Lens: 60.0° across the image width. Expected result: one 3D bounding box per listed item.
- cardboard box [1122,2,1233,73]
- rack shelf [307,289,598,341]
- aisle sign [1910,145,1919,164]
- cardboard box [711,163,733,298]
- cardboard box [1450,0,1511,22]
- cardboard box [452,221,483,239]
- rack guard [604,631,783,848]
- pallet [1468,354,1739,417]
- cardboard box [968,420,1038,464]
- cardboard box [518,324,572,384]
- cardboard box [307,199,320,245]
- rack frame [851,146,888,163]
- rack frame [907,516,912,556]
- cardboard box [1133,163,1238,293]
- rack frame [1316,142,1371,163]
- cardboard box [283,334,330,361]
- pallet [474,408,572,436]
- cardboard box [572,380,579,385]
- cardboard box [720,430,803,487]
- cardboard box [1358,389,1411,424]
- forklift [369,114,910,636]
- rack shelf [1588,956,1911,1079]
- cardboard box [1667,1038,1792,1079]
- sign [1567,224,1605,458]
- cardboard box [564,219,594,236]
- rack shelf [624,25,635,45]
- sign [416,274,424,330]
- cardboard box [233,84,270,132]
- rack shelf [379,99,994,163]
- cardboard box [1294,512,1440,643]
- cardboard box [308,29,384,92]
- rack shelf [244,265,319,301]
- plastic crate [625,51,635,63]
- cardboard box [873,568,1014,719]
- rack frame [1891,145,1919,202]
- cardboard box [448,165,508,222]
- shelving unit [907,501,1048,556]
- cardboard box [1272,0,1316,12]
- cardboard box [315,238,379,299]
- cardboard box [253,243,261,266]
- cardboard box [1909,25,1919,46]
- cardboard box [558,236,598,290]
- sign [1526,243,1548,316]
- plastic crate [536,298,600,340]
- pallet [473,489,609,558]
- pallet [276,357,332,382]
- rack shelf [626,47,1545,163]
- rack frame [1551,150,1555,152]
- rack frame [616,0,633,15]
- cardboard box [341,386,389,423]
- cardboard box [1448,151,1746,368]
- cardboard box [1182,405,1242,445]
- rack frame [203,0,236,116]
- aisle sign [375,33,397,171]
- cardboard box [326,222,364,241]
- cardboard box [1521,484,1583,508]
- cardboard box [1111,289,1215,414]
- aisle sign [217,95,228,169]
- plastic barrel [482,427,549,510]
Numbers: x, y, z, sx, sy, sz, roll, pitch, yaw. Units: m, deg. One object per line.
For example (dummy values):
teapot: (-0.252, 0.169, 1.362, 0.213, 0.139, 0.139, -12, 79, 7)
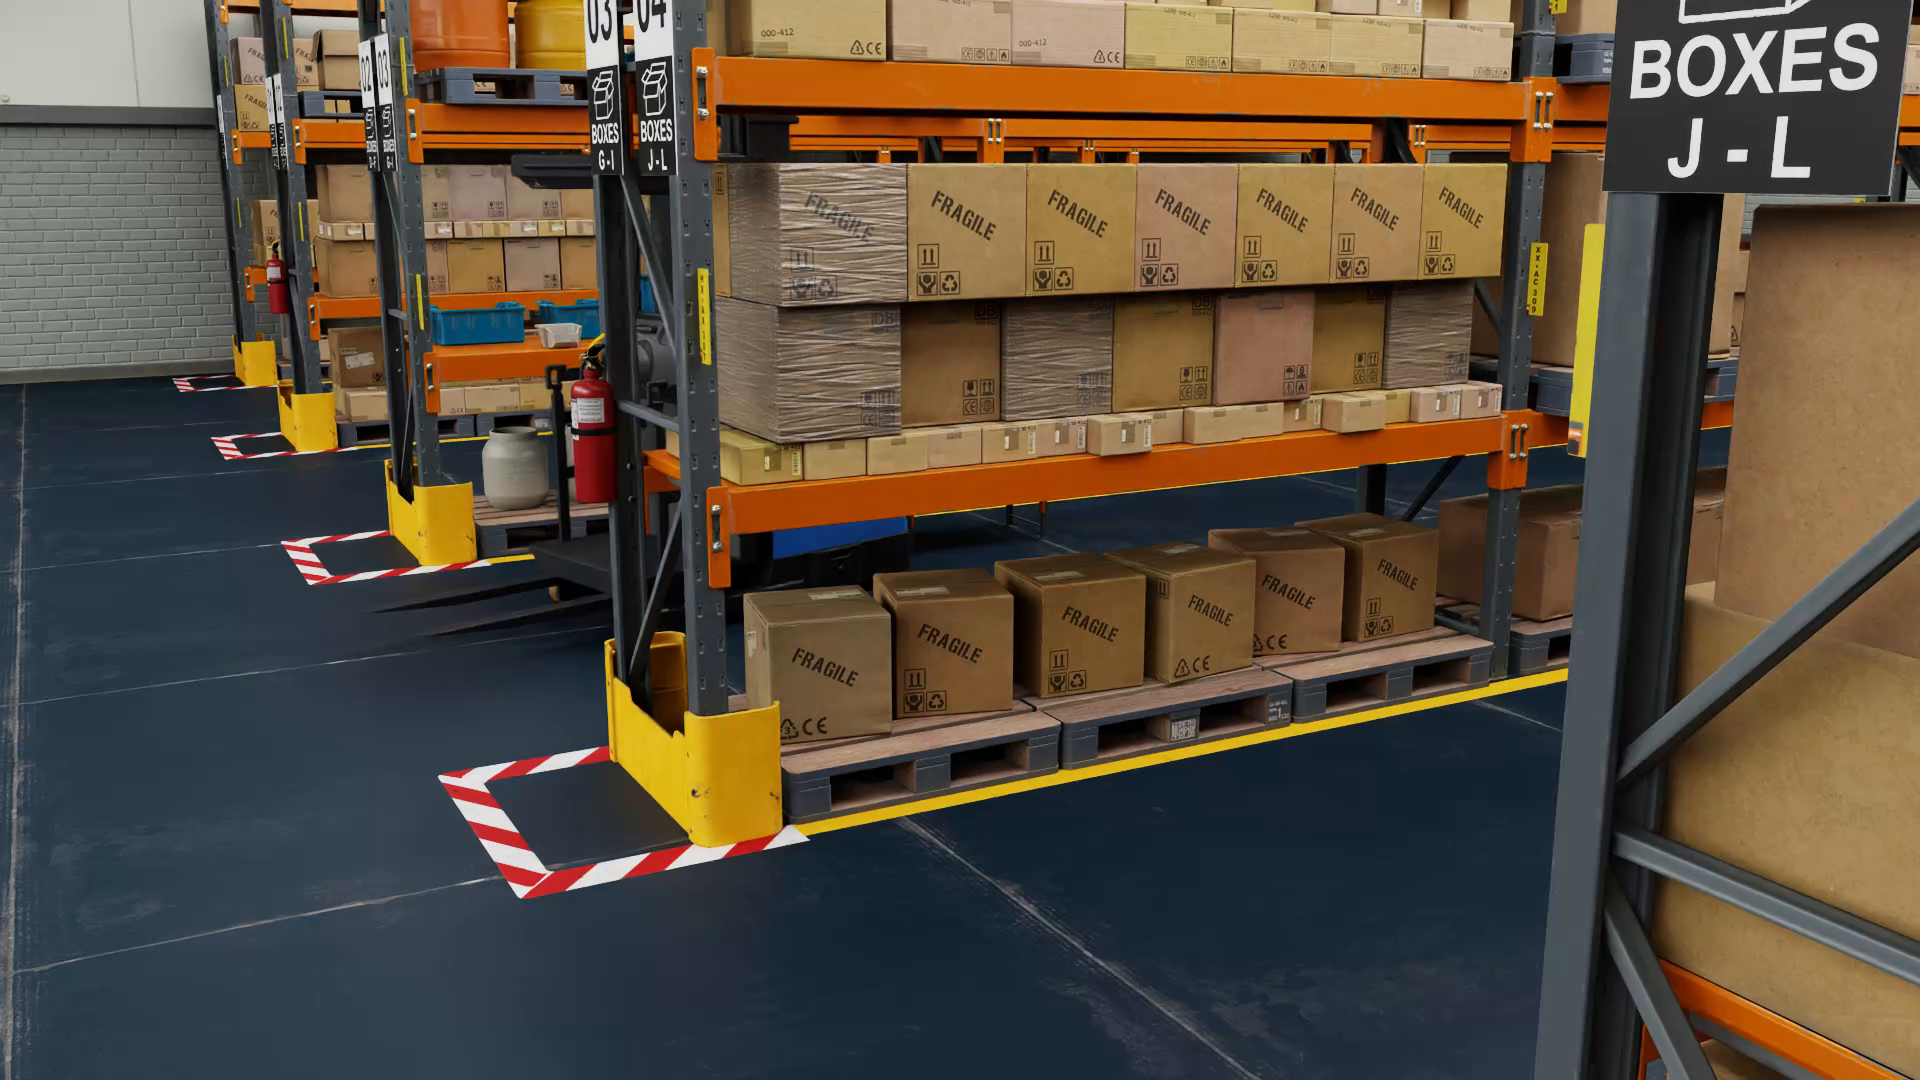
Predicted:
cardboard box: (0.746, -2.006, 6.702, 0.500, 0.250, 0.500, -6, 14, -26)
rack shelf: (-4.130, -2.222, 15.787, 4.000, 0.370, 1.077, -7, 14, -28)
aisle sign: (10.449, -4.424, 18.012, 0.004, 0.787, 0.394, -7, 14, -28)
cardboard box: (-0.778, -1.240, 6.604, 0.500, 0.500, 0.500, -7, 14, -28)
cardboard box: (2.222, -2.368, 7.403, 0.250, 0.149, 0.380, -6, 14, -26)
cardboard box: (-4.532, -2.836, 15.174, 0.250, 0.149, 0.380, -7, 15, -30)
rack guard: (-1.075, 0.759, 6.599, 0.348, 0.500, 1.175, -7, 14, -28)
pallet: (3.109, -0.832, 8.413, 1.213, 0.211, 1.003, -7, 14, -28)
cardboard box: (0.110, -0.415, 6.695, 0.250, 0.149, 0.380, -7, 14, -28)
cardboard box: (-3.990, -1.762, 15.706, 0.500, 0.500, 0.500, -7, 14, -28)
cardboard box: (-7.261, -3.661, 19.134, 0.500, 0.500, 0.500, -7, 14, -28)
rack frame: (-1.240, -4.158, 22.753, 0.127, 3.000, 1.000, -7, 14, -28)
rack frame: (-0.440, -0.496, 10.751, 0.032, 1.125, 0.500, -7, 14, -28)
cardboard box: (0.788, -1.298, 6.861, 0.500, 0.500, 0.500, -7, 14, -28)
rack frame: (4.647, -3.625, 20.383, 0.127, 3.000, 1.000, -7, 14, -28)
cardboard box: (-7.612, -2.275, 19.507, 0.500, 0.311, 0.500, -9, 15, -34)
pallet: (-4.165, -1.218, 16.039, 1.213, 0.211, 1.003, -7, 14, -28)
cardboard box: (-3.552, -1.449, 16.024, 0.500, 0.250, 0.500, -7, 14, -28)
cardboard box: (-0.778, -0.314, 6.246, 0.250, 0.149, 0.380, -7, 14, -28)
cardboard box: (1.849, -0.632, 7.660, 0.250, 0.149, 0.380, -7, 14, -28)
forklift: (-1.709, -1.035, 9.033, 3.031, 2.935, 1.130, -12, 17, -43)
rack shelf: (2.901, 0.654, 3.008, 4.000, 0.370, 1.077, -7, 14, -28)
cardboard box: (1.709, 1.261, 2.555, 0.875, 0.875, 0.875, -7, 14, -28)
sign: (0.898, -0.273, 2.312, 0.005, 0.325, 0.100, -7, 14, -28)
cardboard box: (-3.626, -2.945, 15.658, 0.250, 0.149, 0.380, -6, 14, -26)
rack shelf: (-2.996, -6.328, 21.283, 4.000, 0.370, 1.077, -7, 14, -28)
sign: (-3.255, -1.436, 10.027, 0.005, 0.325, 0.100, -7, 14, -28)
cardboard box: (-7.849, -4.825, 18.614, 0.500, 0.500, 0.500, -6, 14, -26)
rack shelf: (-1.760, -2.730, 11.215, 4.000, 0.370, 1.077, -7, 14, -28)
cardboard box: (1.999, 0.175, 8.234, 0.500, 0.500, 0.500, -7, 15, -30)
cardboard box: (-5.379, -4.209, 14.636, 0.637, 0.503, 0.797, -6, 14, -24)
rack shelf: (-6.507, -3.176, 20.028, 4.000, 0.370, 1.077, -7, 14, -28)
plastic crate: (-1.986, -3.121, 11.352, 0.575, 0.384, 0.392, -7, 14, -28)
cardboard box: (-0.078, 0.430, 7.104, 0.500, 0.500, 0.500, -3, 13, -13)
rack frame: (10.529, -3.090, 18.010, 0.127, 3.000, 1.000, -7, 14, -28)
cardboard box: (-4.522, -3.206, 15.339, 0.500, 0.500, 0.700, -7, 14, -28)
shelving unit: (0.006, -0.549, 10.989, 1.048, 1.125, 0.538, -7, 14, -28)
cardboard box: (1.273, -2.268, 6.956, 0.250, 0.149, 0.380, -6, 14, -26)
cardboard box: (-5.469, -2.458, 14.970, 0.500, 0.500, 0.700, -7, 14, -28)
cardboard box: (-7.945, -3.340, 19.413, 0.500, 0.250, 0.500, -7, 14, -27)
cardboard box: (4.694, -2.847, 8.729, 0.500, 0.500, 0.500, -7, 14, -27)
cardboard box: (-3.663, -2.675, 15.936, 0.500, 0.500, 0.700, -7, 14, -27)
sign: (2.636, -1.192, 7.603, 0.005, 0.325, 0.100, -7, 14, -28)
plastic crate: (-2.647, -1.512, 11.335, 0.408, 0.251, 0.499, -7, 14, -28)
pallet: (-2.755, -0.148, 11.287, 1.213, 0.211, 1.003, -7, 14, -28)
pallet: (-7.465, -2.043, 19.705, 1.213, 0.211, 1.003, -7, 14, -28)
rack shelf: (0.613, -1.776, 6.973, 4.000, 0.370, 1.077, -7, 14, -28)
rack frame: (8.158, -4.045, 22.253, 0.127, 3.000, 1.000, -7, 14, -28)
rack frame: (-1.142, -3.380, 5.630, 0.127, 3.000, 1.000, -7, 14, -28)
cardboard box: (-5.308, -1.239, 15.090, 0.500, 0.250, 0.500, -7, 14, -28)
cardboard box: (3.133, -1.428, 8.298, 1.000, 1.000, 1.000, -7, 14, -27)
cardboard box: (0.997, -0.517, 7.145, 0.250, 0.149, 0.380, -7, 14, -28)
rack frame: (-8.262, -6.243, 18.355, 0.127, 3.000, 1.000, -7, 14, -28)
aisle sign: (-3.438, -2.611, 9.960, 0.004, 0.787, 0.394, -7, 14, -28)
cardboard box: (-5.438, -2.727, 14.690, 0.250, 0.149, 0.380, -7, 14, -28)
cardboard box: (3.346, 0.024, 8.860, 0.500, 0.500, 0.700, -7, 14, -28)
cardboard box: (0.639, -0.870, 7.236, 0.500, 0.500, 0.875, -7, 14, -28)
aisle sign: (-8.182, -4.519, 18.438, 0.004, 0.787, 0.394, -7, 14, -28)
plastic barrel: (-2.974, -0.482, 11.130, 0.421, 0.512, 0.421, 0, 13, 0)
